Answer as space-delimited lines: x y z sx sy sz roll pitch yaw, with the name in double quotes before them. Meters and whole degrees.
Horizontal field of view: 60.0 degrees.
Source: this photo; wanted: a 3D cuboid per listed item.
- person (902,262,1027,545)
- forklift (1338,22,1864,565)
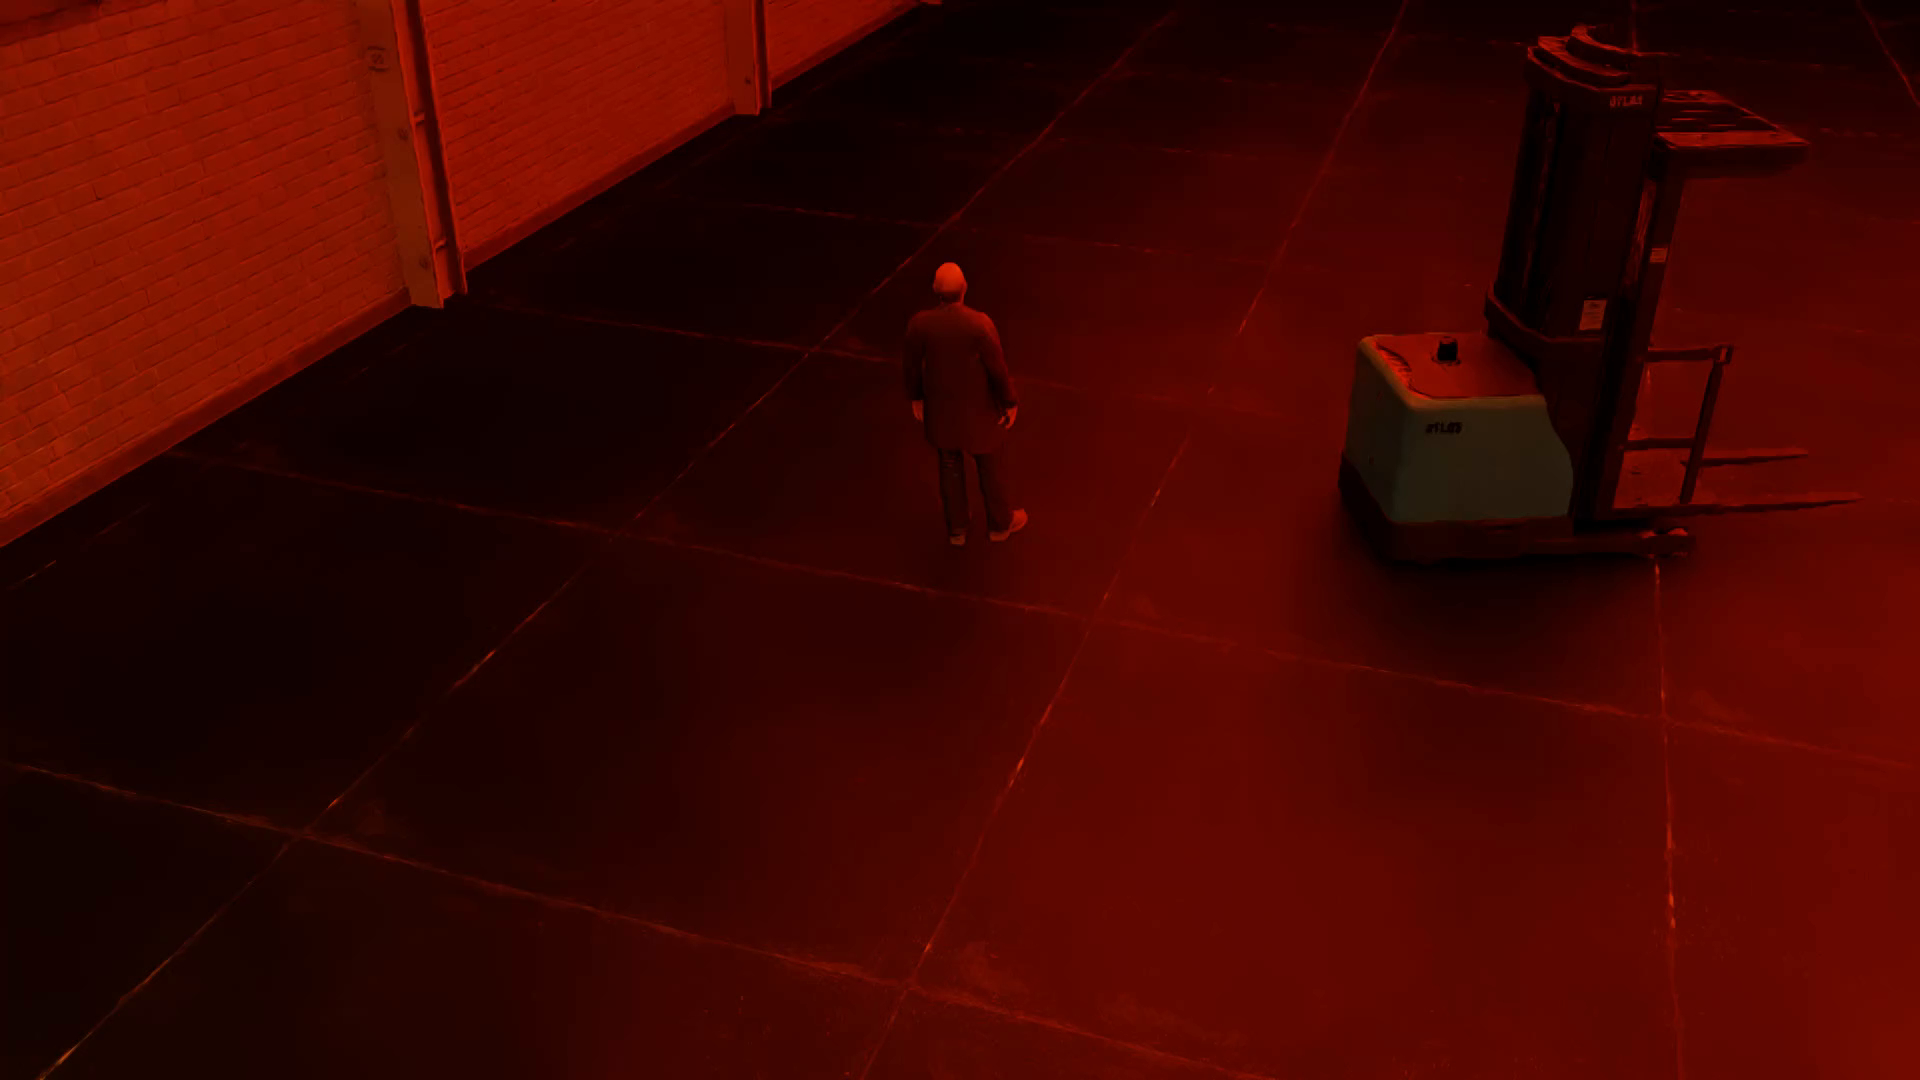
"person" 0.034 -0.821 9.726 0.694 1.776 0.580 10 31 16
"forklift" 3.949 -1.421 9.630 3.031 2.935 1.130 -3 30 -5
